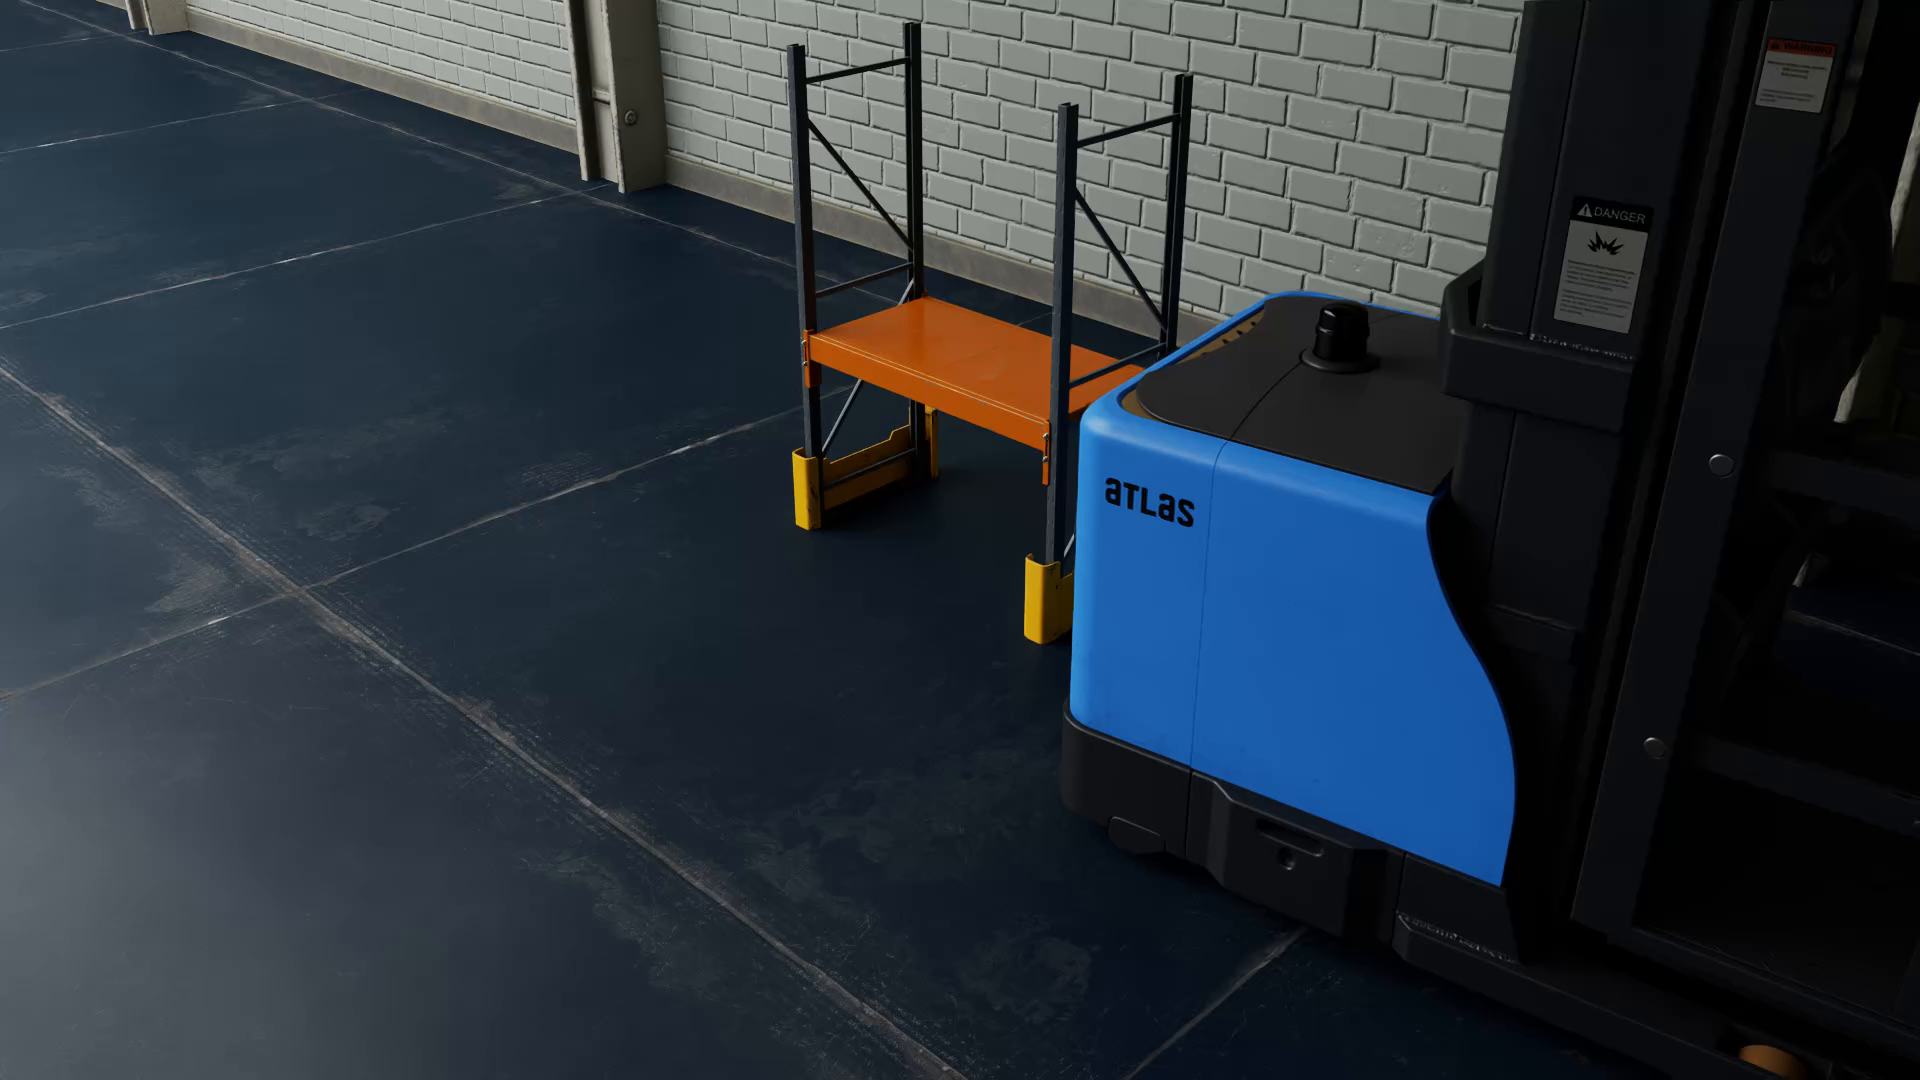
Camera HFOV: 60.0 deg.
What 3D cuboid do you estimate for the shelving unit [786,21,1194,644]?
[{"bbox_3d":[0.054,-0.639,4.854,1.083,1.500,0.587,25,36,38],"label":"shelving unit"}]

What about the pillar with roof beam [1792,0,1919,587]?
[{"bbox_3d":[-0.528,-2.526,0.385,0.400,9.000,9.100,25,36,38],"label":"pillar with roof beam"}]

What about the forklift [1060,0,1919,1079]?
[{"bbox_3d":[1.732,-0.407,2.875,3.031,2.935,1.130,18,33,31],"label":"forklift"}]

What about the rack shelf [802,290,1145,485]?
[{"bbox_3d":[0.061,-0.477,4.932,1.000,0.185,0.538,25,36,38],"label":"rack shelf"}]

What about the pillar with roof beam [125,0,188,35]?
[{"bbox_3d":[-9.085,-6.441,7.831,0.400,9.000,9.100,25,36,38],"label":"pillar with roof beam"}]

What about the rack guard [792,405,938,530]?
[{"bbox_3d":[-0.301,-0.248,5.454,0.087,0.250,0.587,25,36,38],"label":"rack guard"}]

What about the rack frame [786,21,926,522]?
[{"bbox_3d":[-0.302,-0.802,5.163,0.032,1.500,0.500,25,36,38],"label":"rack frame"}]

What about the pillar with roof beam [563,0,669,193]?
[{"bbox_3d":[-4.806,-4.484,4.108,0.400,9.000,9.100,25,36,38],"label":"pillar with roof beam"}]

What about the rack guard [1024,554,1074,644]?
[{"bbox_3d":[0.409,0.077,4.835,0.087,0.250,0.587,25,36,38],"label":"rack guard"}]

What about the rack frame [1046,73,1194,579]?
[{"bbox_3d":[0.423,-0.470,4.533,0.032,1.500,0.500,25,36,38],"label":"rack frame"}]
